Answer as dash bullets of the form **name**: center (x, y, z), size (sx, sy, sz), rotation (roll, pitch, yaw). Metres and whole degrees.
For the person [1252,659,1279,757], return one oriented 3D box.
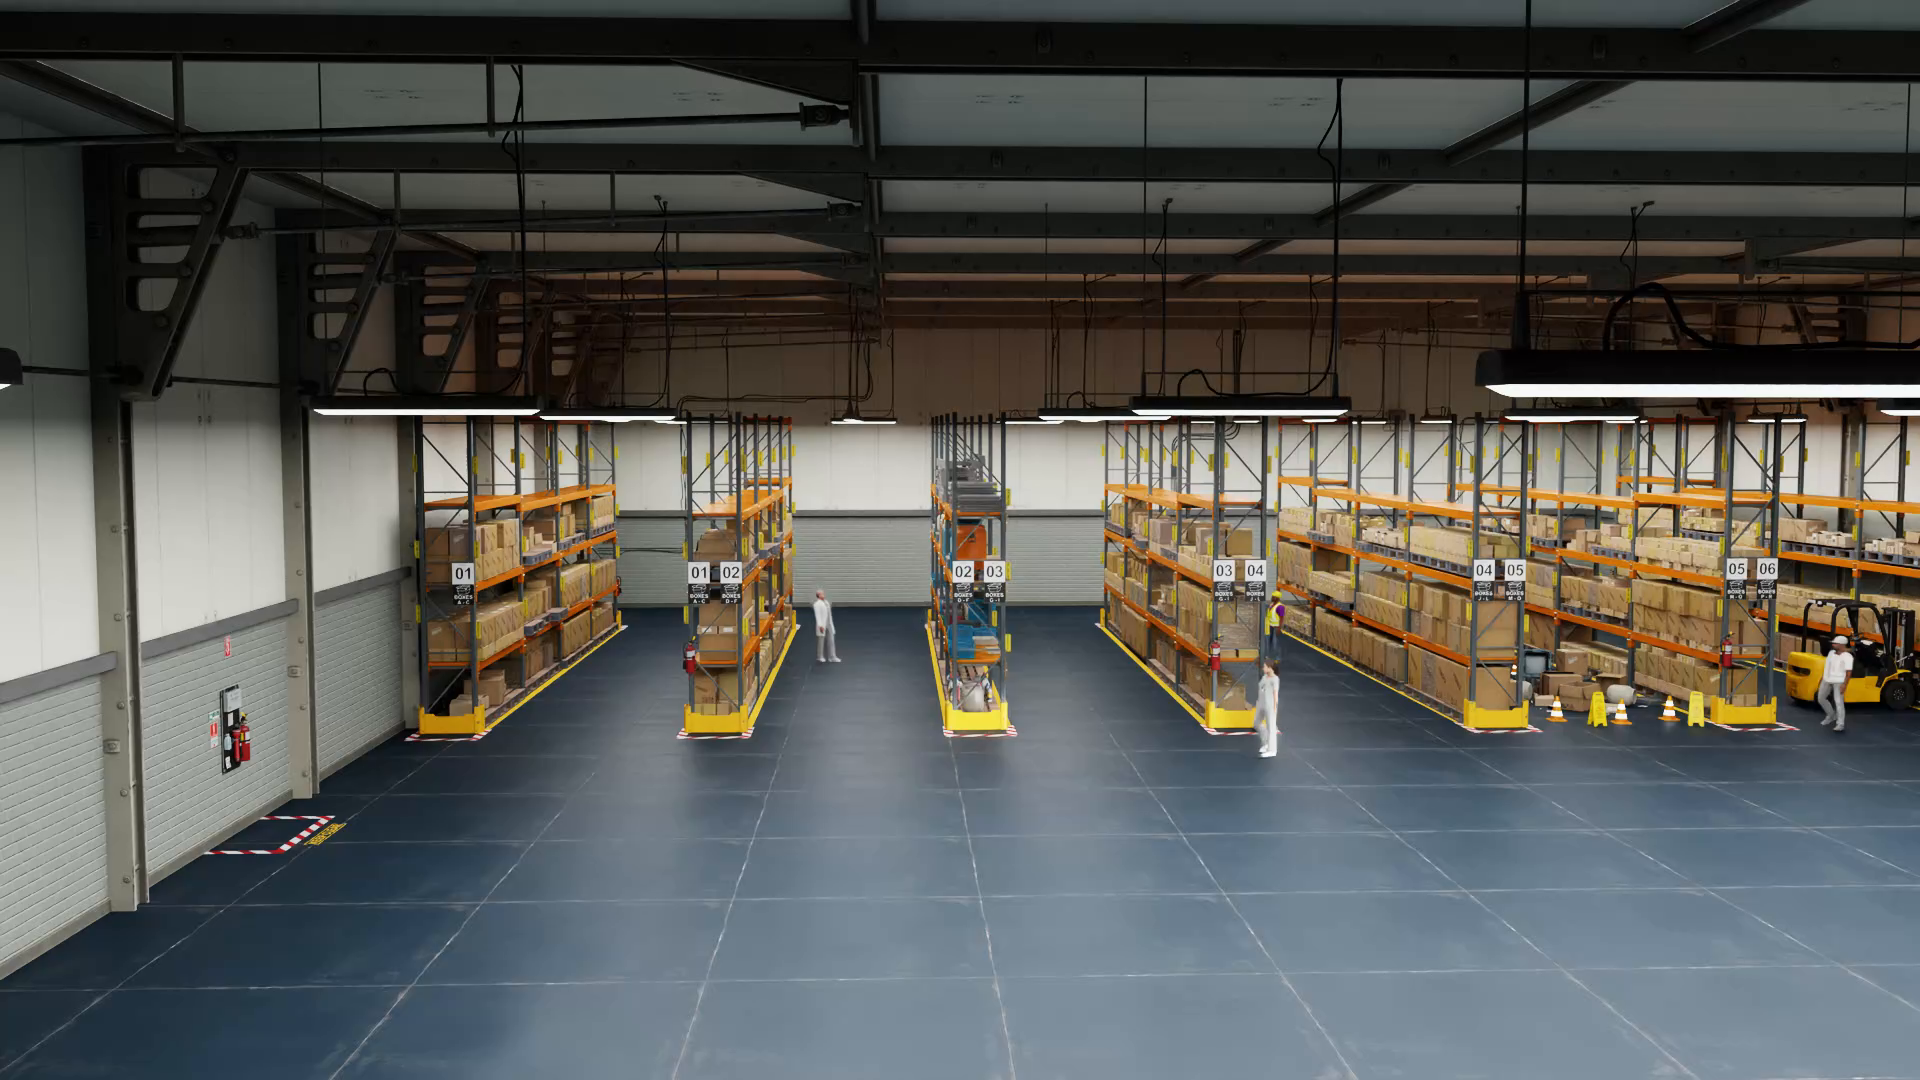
- **person**: center (5.353, 2.908, 28.954), size (0.464, 1.688, 0.488), rotation (-2, 4, -26)

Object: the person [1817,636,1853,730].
- **person**: center (16.568, 2.689, 31.489), size (0.472, 1.764, 0.665), rotation (-2, 4, -25)

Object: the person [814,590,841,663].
- **person**: center (-3.262, 2.092, 40.332), size (0.589, 1.767, 0.672), rotation (-3, 5, -38)

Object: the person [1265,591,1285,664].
- **person**: center (7.604, 2.111, 40.247), size (0.459, 1.765, 0.616), rotation (-3, 5, -40)
